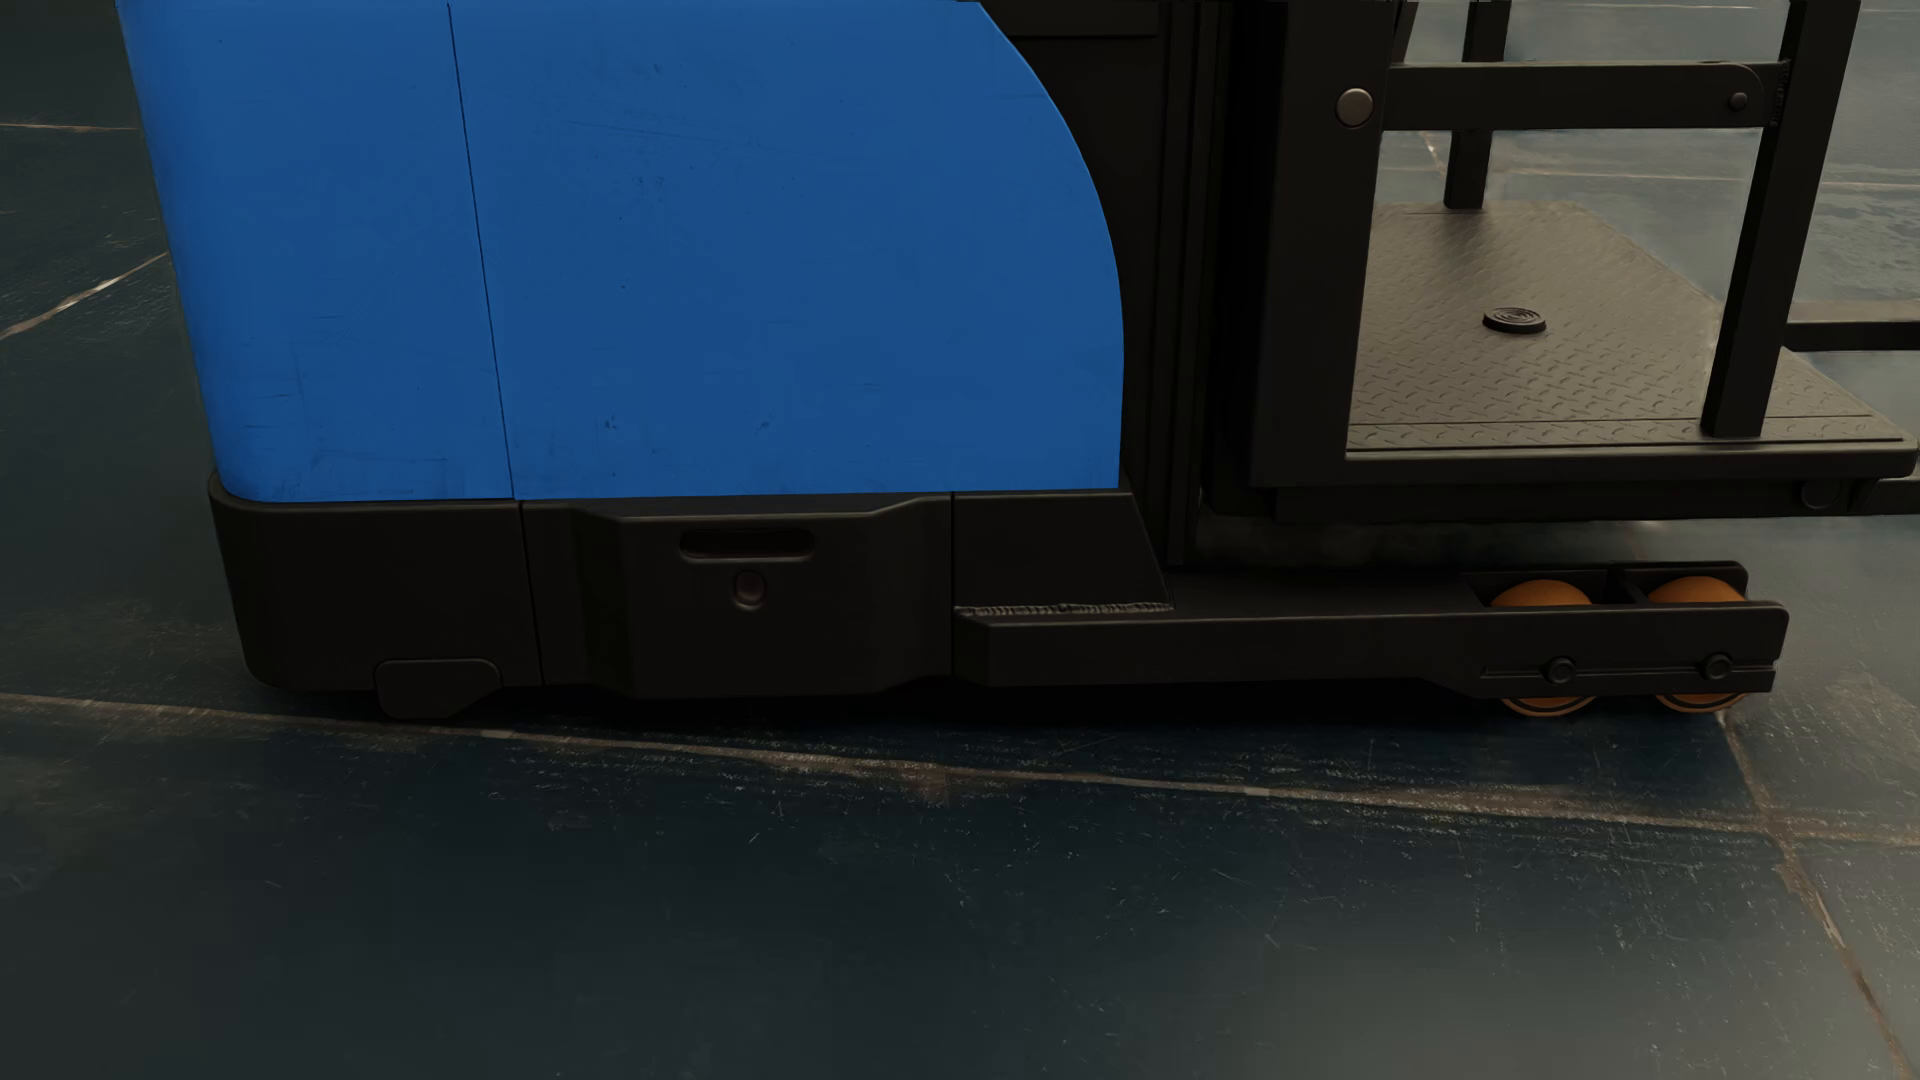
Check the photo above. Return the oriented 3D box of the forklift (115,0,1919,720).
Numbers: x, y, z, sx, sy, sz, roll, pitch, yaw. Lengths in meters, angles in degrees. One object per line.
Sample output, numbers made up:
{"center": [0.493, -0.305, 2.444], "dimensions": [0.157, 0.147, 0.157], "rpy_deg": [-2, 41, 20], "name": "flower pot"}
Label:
{"center": [0.612, -1.329, 1.881], "dimensions": [3.031, 2.935, 1.130], "rpy_deg": [-1, 27, -2], "name": "forklift"}
